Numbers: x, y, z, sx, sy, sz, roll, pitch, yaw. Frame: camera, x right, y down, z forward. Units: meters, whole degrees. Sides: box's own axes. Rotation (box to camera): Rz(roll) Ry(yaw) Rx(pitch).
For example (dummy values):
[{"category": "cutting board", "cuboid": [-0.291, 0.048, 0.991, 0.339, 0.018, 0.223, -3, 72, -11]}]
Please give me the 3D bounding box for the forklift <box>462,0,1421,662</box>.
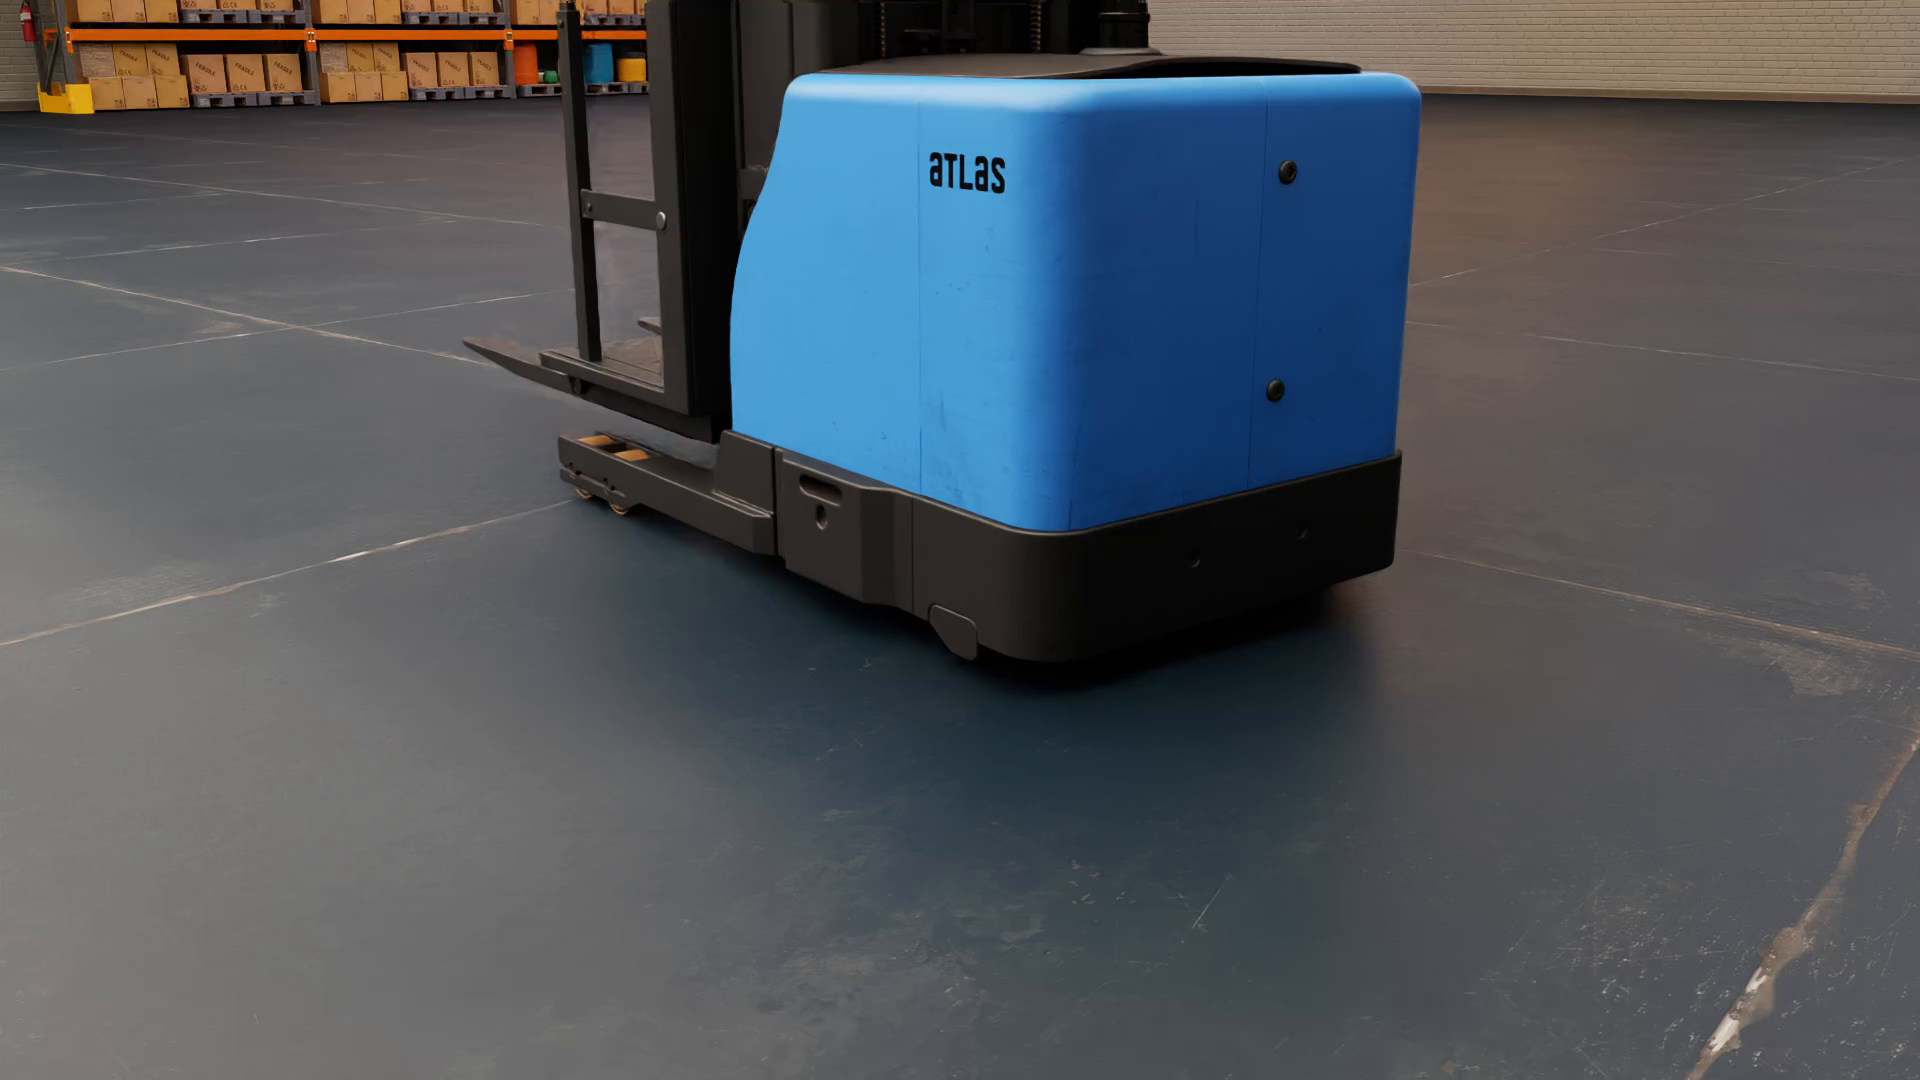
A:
[{"category": "forklift", "cuboid": [-0.380, -1.541, 3.973, 1.130, 2.935, 3.031, -13, 21, -36]}]
